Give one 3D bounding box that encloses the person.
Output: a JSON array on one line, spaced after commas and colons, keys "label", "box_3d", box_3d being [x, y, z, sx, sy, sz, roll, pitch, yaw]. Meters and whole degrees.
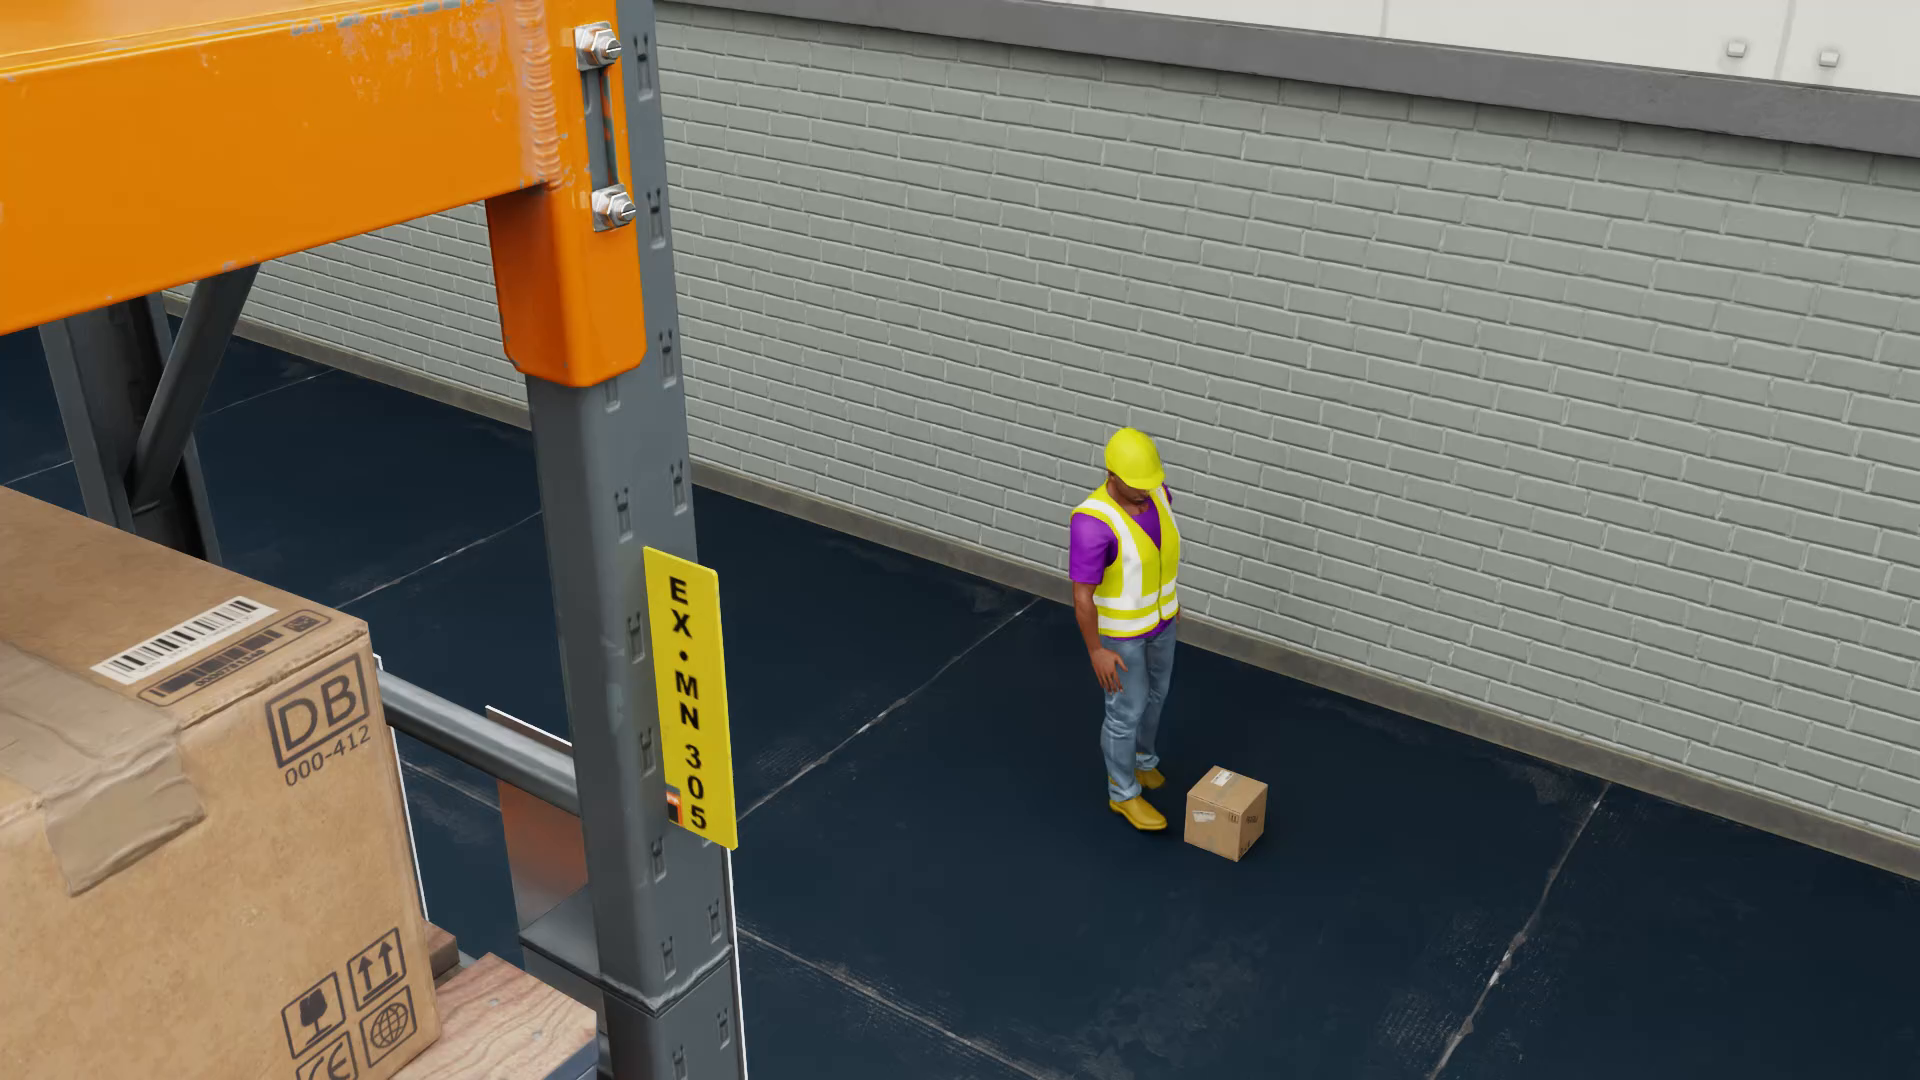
[{"label": "person", "box_3d": [0.741, 0.393, 6.869, 0.482, 1.841, 0.658, 23, 35, 38]}]
